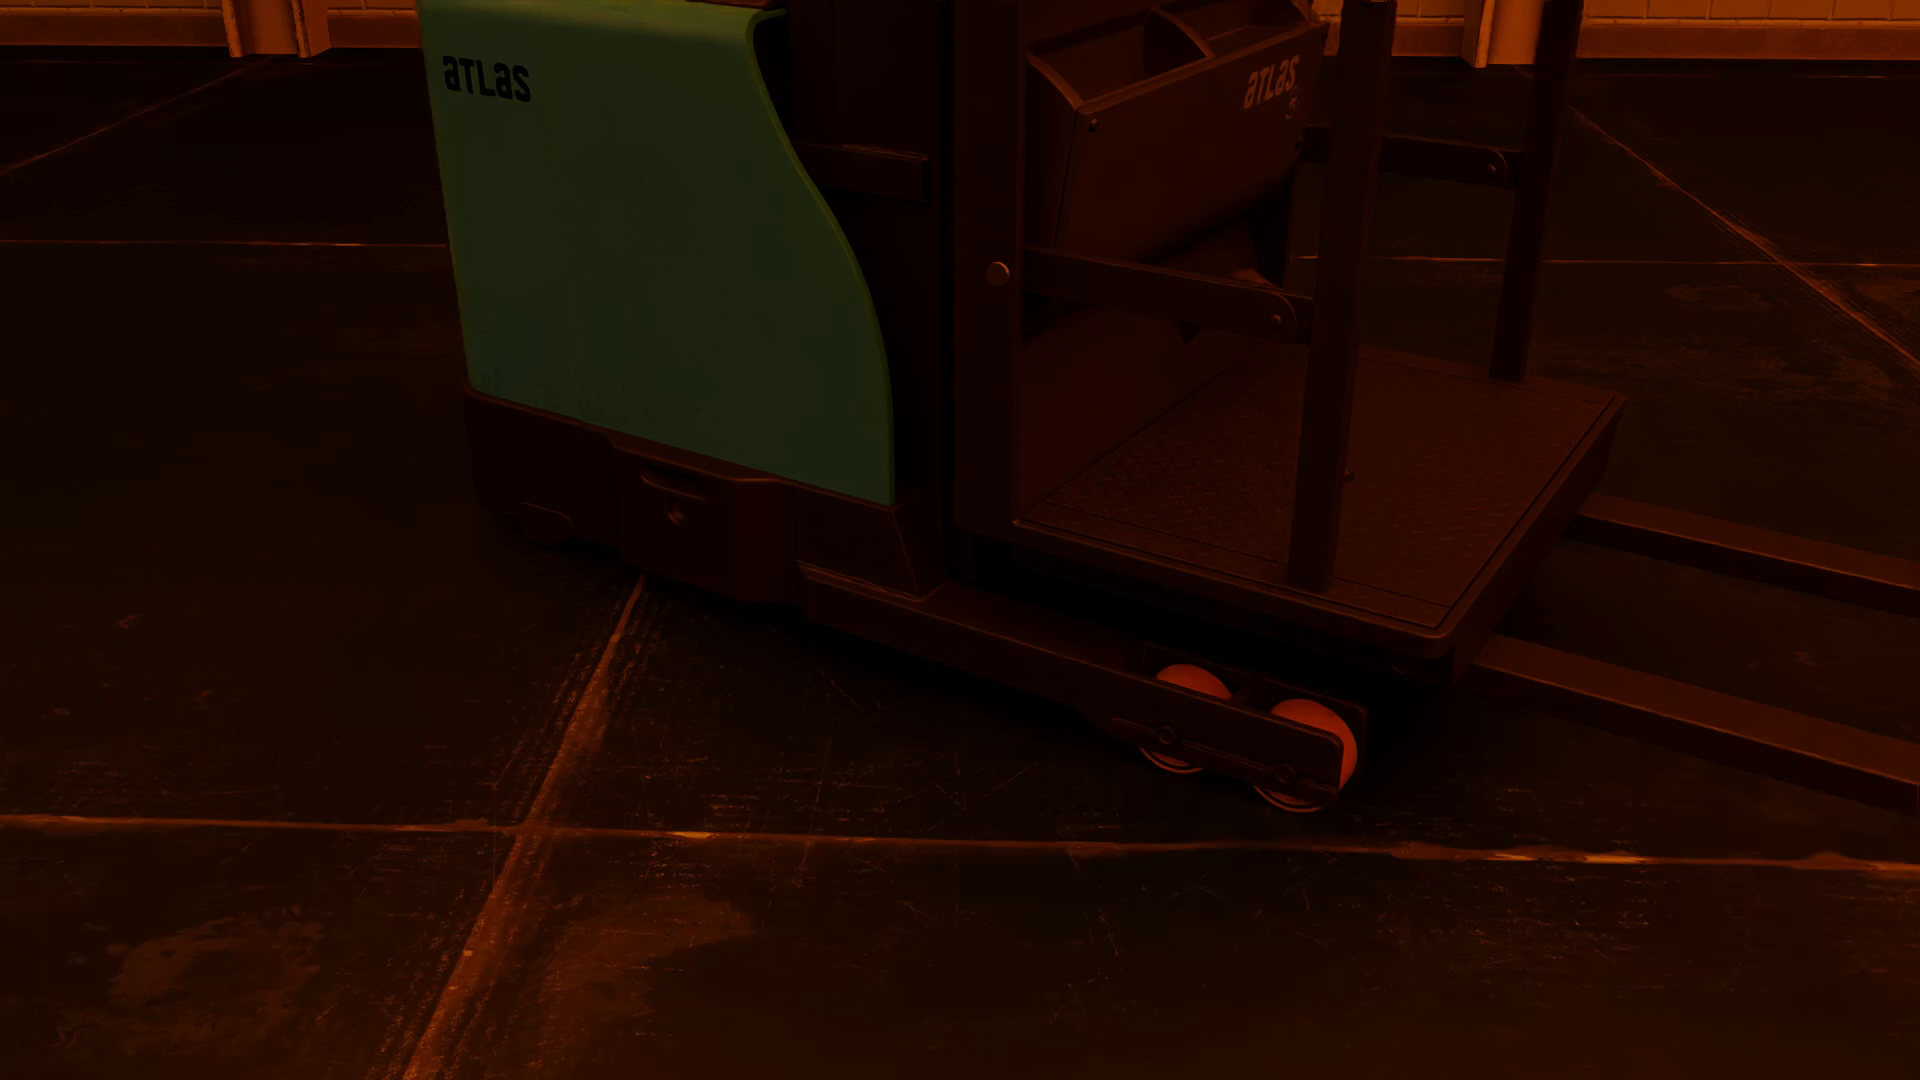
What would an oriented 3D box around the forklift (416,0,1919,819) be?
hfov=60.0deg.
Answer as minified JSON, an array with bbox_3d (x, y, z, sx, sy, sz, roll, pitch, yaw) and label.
[{"bbox_3d":[0.541,-1.173,2.398,3.031,2.935,1.130,16,30,29],"label":"forklift"}]
